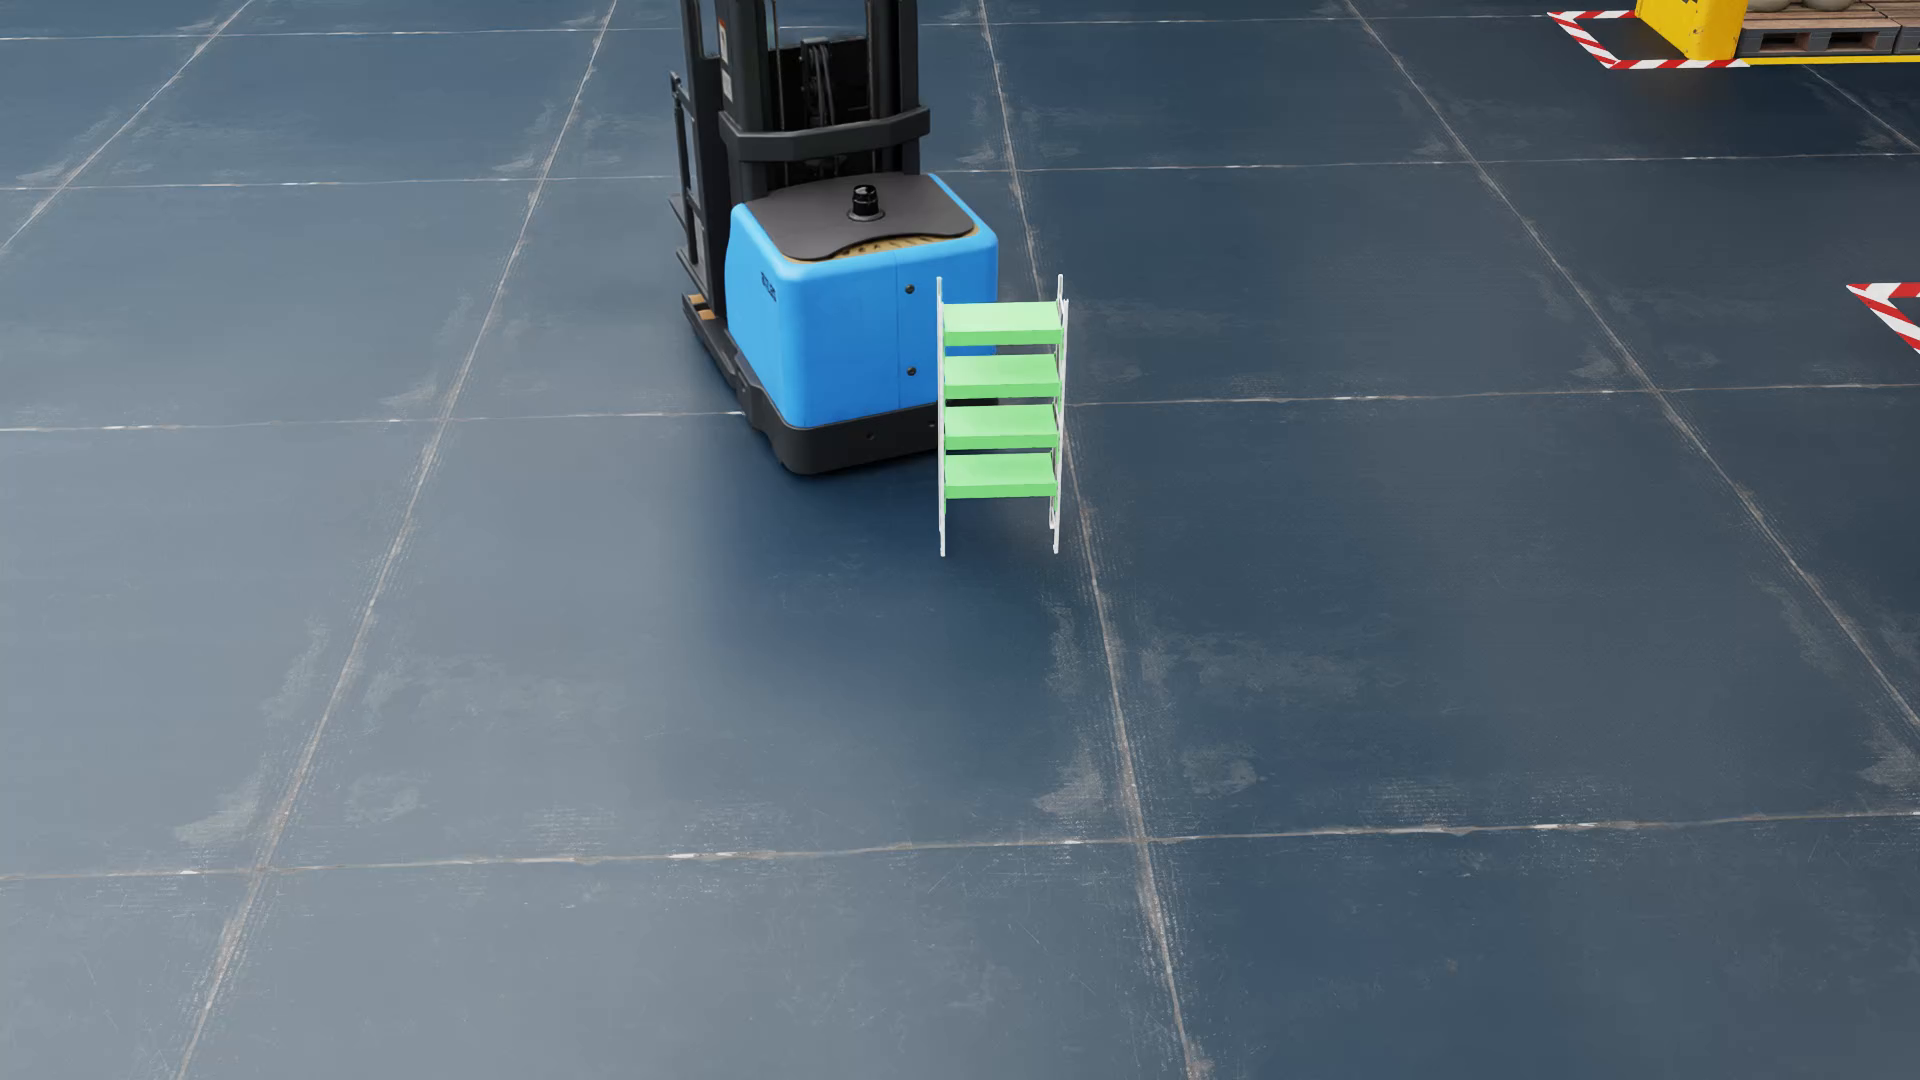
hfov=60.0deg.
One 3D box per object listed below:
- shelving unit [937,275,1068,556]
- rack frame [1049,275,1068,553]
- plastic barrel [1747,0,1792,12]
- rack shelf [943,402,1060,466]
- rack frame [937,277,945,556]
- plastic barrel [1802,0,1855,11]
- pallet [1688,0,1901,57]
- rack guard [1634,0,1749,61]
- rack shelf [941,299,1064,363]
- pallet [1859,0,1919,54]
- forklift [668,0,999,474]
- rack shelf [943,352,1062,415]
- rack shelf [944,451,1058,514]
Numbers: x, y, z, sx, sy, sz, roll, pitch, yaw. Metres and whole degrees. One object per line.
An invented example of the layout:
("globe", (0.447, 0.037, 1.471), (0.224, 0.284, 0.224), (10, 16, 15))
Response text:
("shelving unit", (0.165, -0.498, 6.915), (0.503, 1.200, 0.258), (-2, 35, -2))
("rack frame", (0.409, -0.504, 6.924), (0.015, 1.200, 0.240), (-2, 35, -2))
("plastic barrel", (6.187, -4.333, 12.692), (0.421, 0.512, 0.421), (0, 35, 0))
("rack shelf", (0.165, -0.445, 6.951), (0.480, 0.148, 0.258), (-2, 35, -2))
("rack frame", (-0.078, -0.491, 6.905), (0.015, 1.200, 0.240), (-2, 35, -2))
("plastic barrel", (6.688, -4.346, 12.711), (0.421, 0.512, 0.421), (0, 35, 0))
("pallet", (6.419, -4.023, 12.877), (1.213, 0.211, 1.003), (-2, 35, -2))
("rack guard", (5.607, -4.123, 12.768), (0.348, 0.500, 1.175), (-2, 35, -2))
("rack shelf", (0.165, -0.840, 6.678), (0.480, 0.148, 0.258), (-2, 35, -2))
("pallet", (7.634, -4.054, 12.922), (1.213, 0.211, 1.003), (-2, 35, -2))
("forklift", (-0.839, -2.335, 8.049), (1.130, 2.935, 3.031), (-13, 37, -18))
("rack shelf", (0.165, -0.643, 6.815), (0.480, 0.148, 0.258), (-2, 35, -2))
("rack shelf", (0.165, -0.248, 7.088), (0.480, 0.148, 0.258), (-2, 35, -2))
